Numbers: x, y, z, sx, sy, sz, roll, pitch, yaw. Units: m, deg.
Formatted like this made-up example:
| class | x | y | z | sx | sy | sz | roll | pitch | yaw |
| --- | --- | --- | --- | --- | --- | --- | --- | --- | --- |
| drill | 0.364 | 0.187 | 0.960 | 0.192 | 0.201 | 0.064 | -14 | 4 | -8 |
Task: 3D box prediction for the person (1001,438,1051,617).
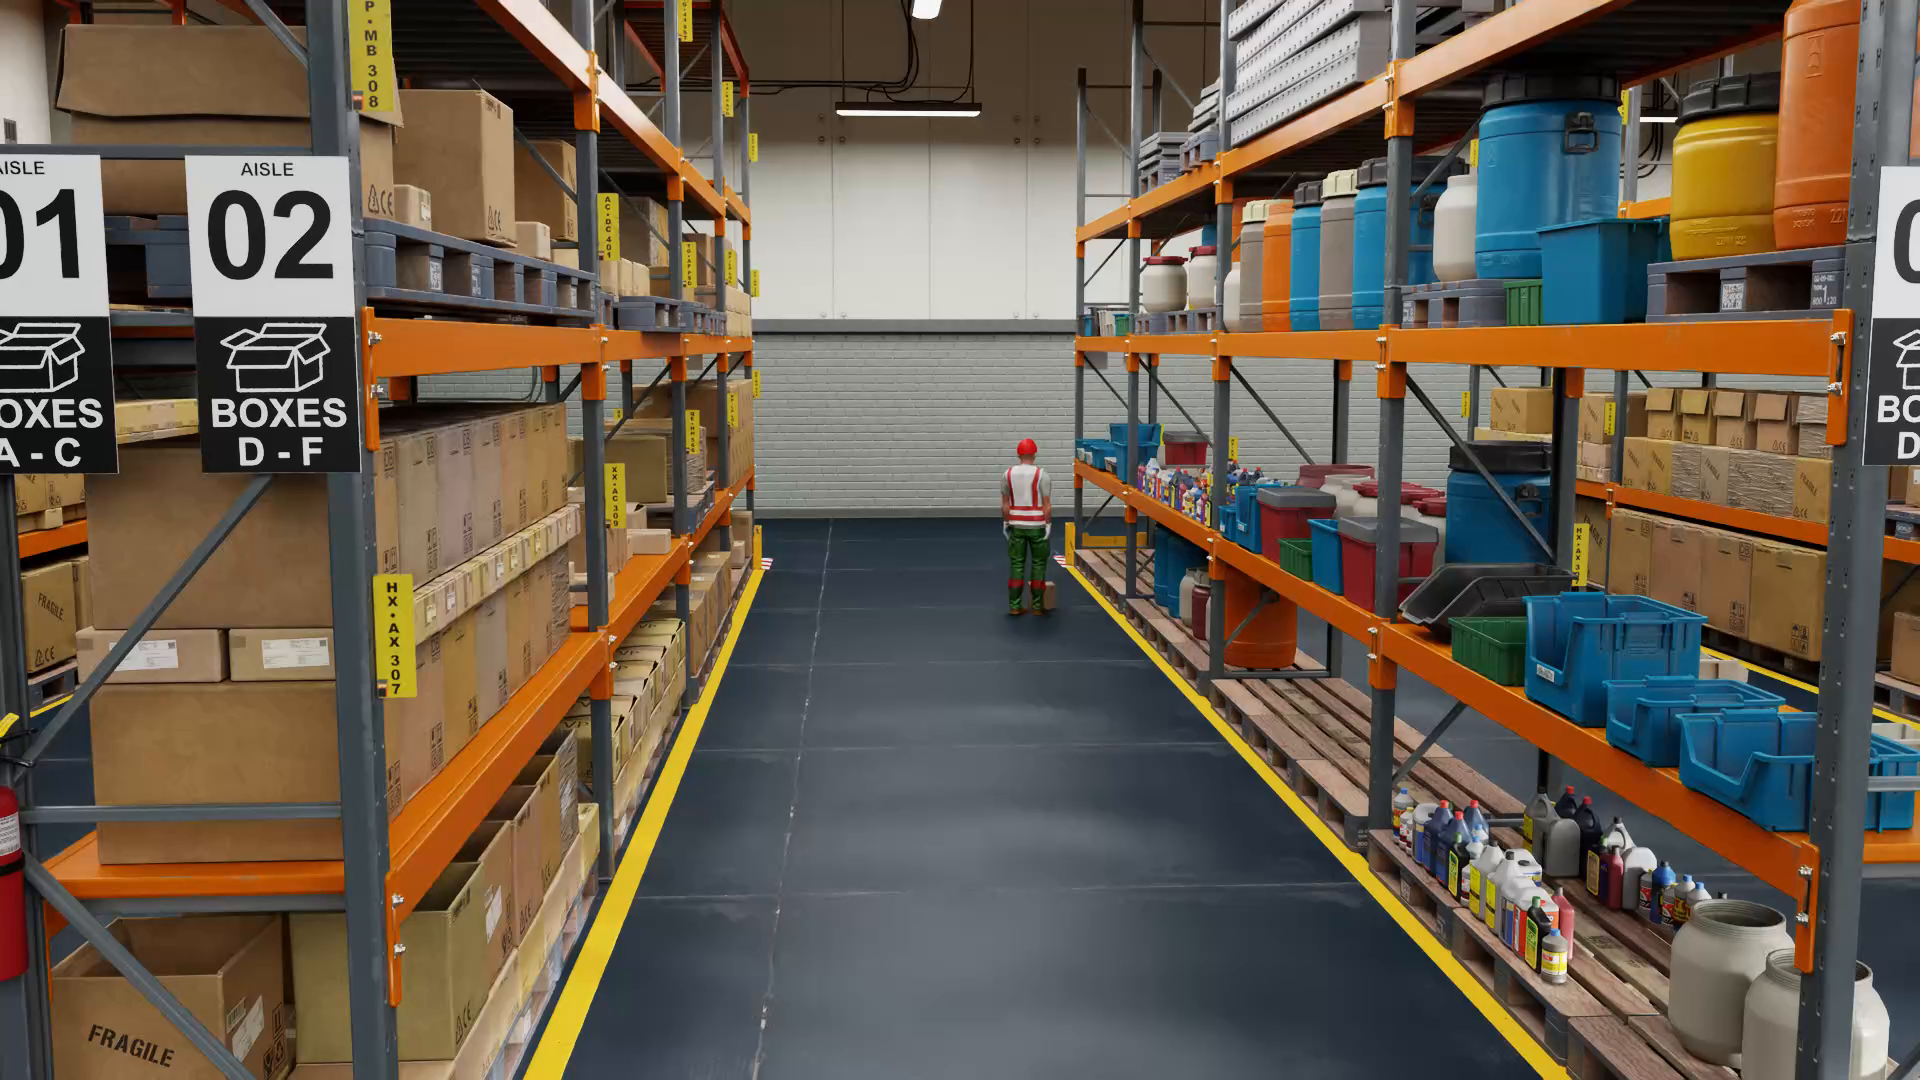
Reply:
| class | x | y | z | sx | sy | sz | roll | pitch | yaw |
| --- | --- | --- | --- | --- | --- | --- | --- | --- | --- |
| person | 0.681 | -0.134 | 16.785 | 0.524 | 1.788 | 0.347 | 3 | 7 | 21 |
